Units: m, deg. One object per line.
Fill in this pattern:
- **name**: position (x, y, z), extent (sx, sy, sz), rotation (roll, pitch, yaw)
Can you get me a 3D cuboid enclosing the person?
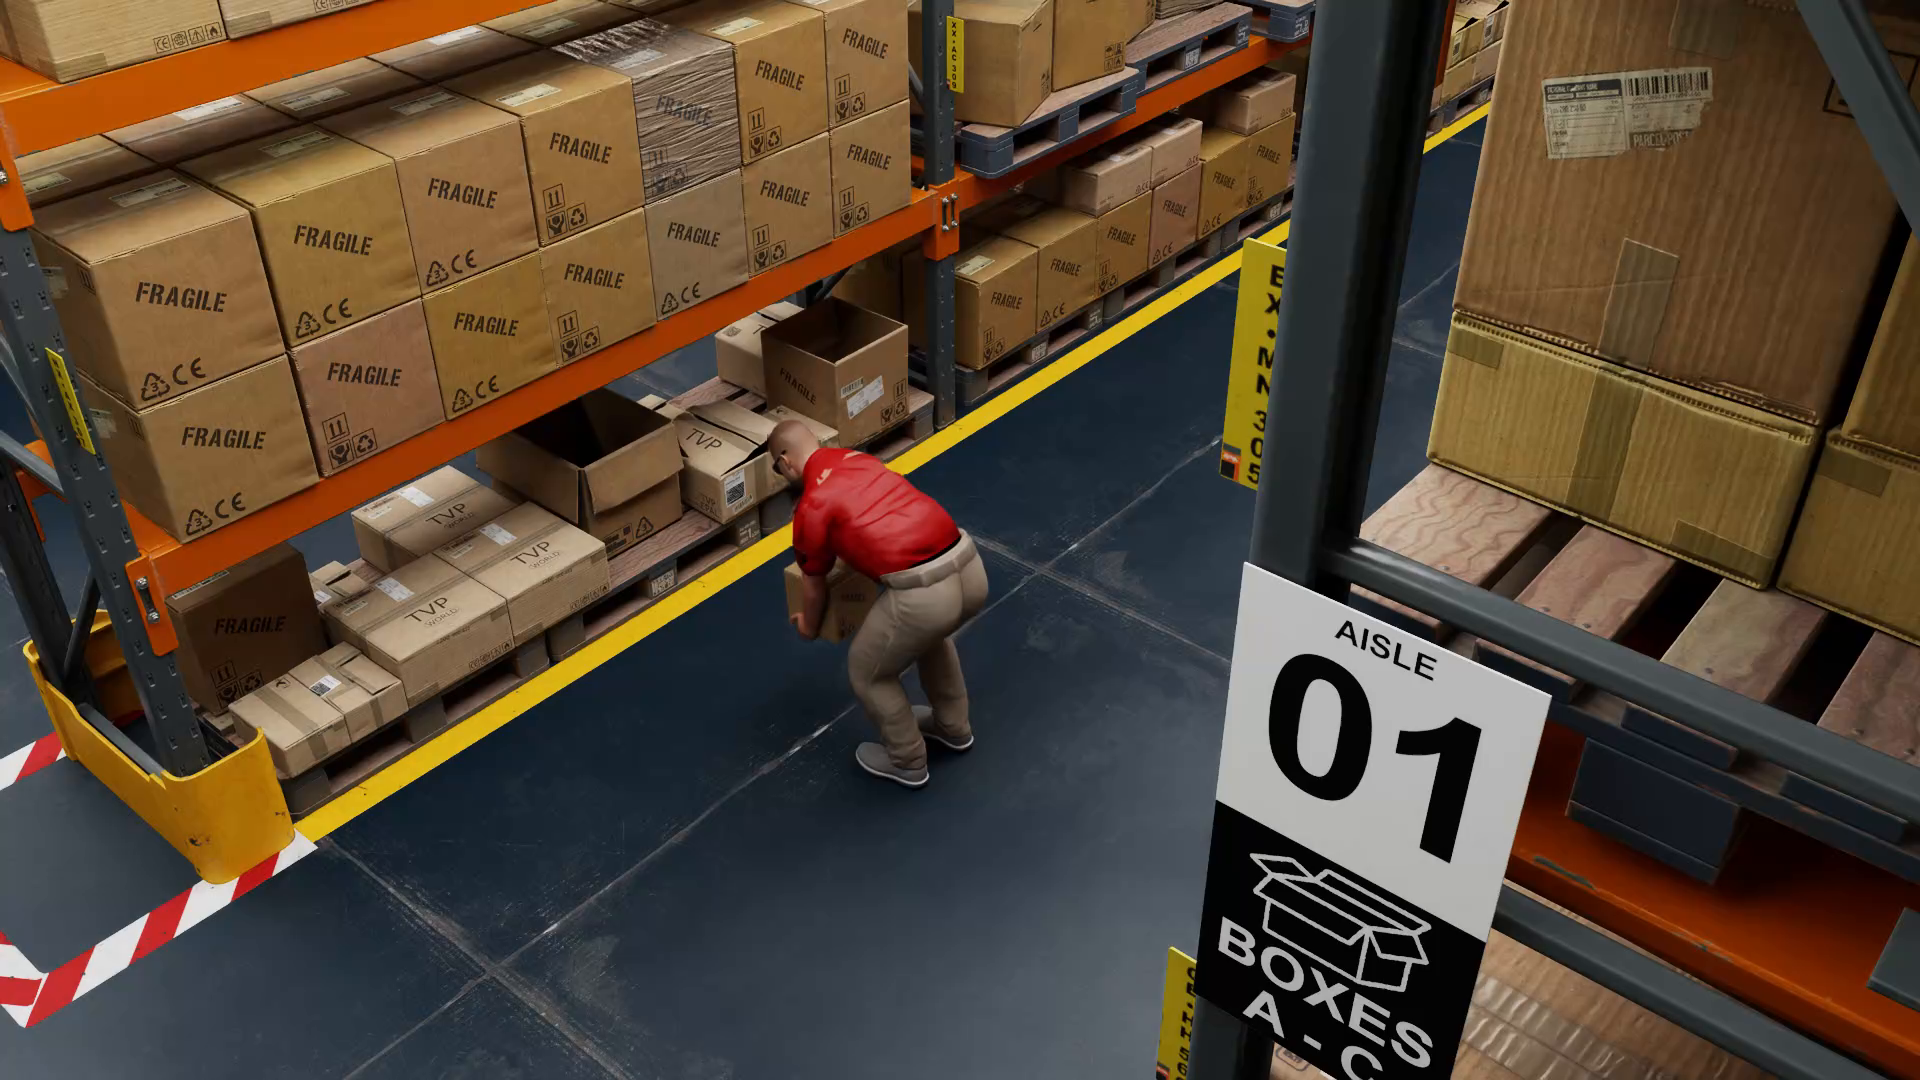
- **person**: position (-0.323, 0.225, 6.214), extent (0.898, 1.301, 0.494), rotation (24, 41, 30)
